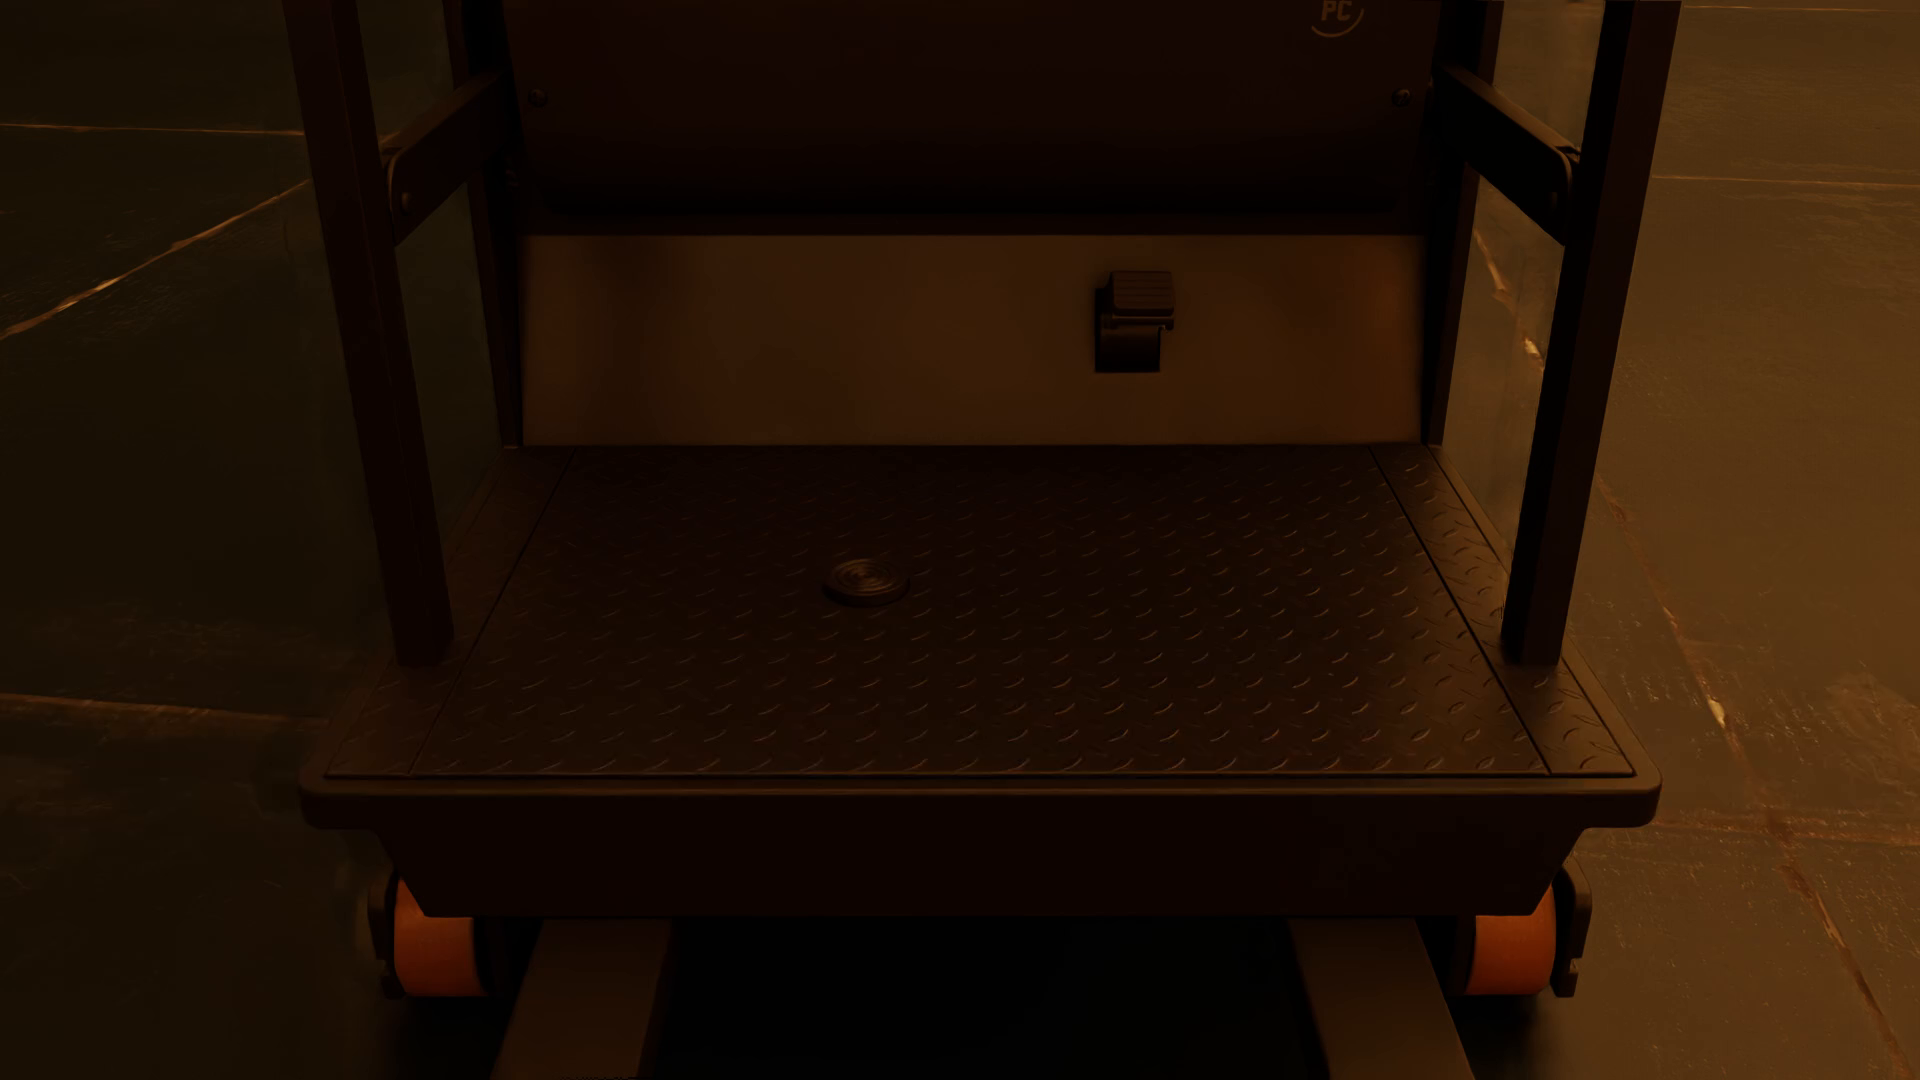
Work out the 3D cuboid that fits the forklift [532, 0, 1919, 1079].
[{"bbox_3d":[0.153,-1.049,1.319,1.130,2.935,3.031,-7,27,-13],"label":"forklift"}]
